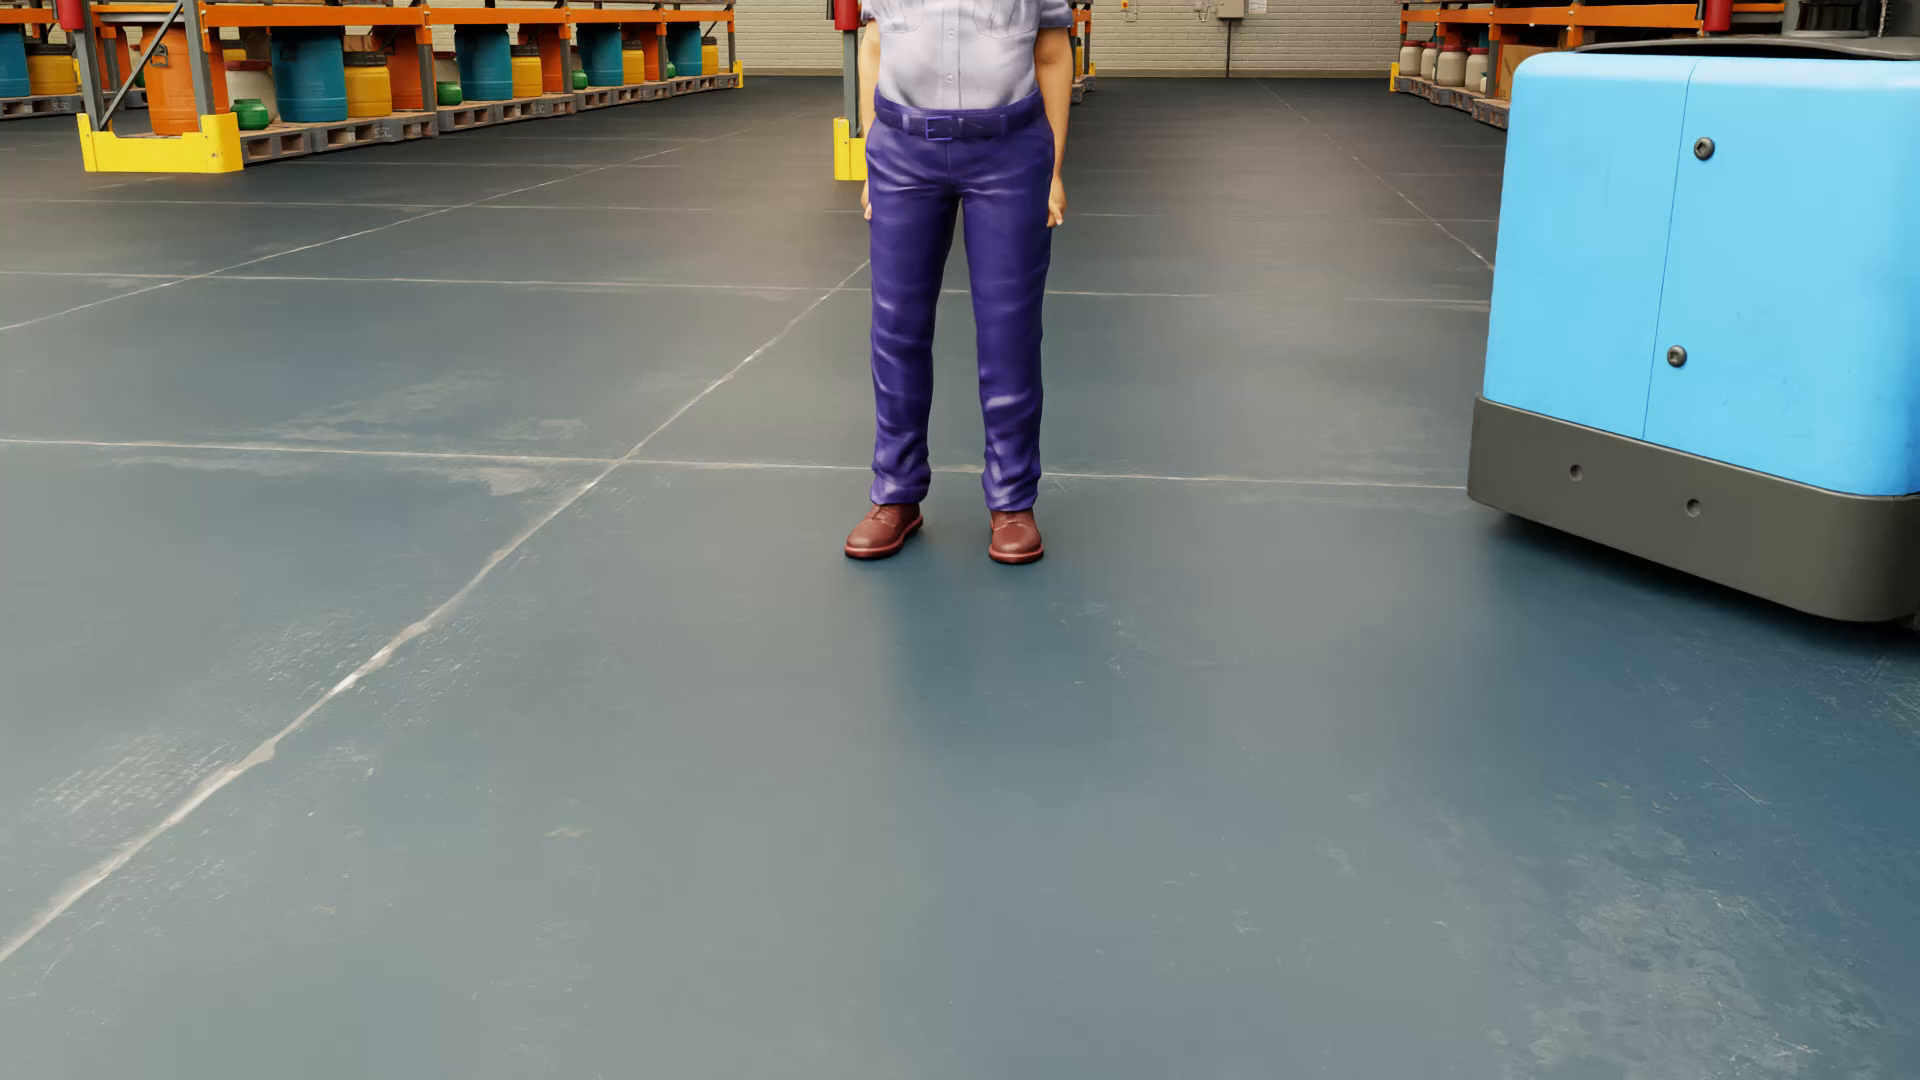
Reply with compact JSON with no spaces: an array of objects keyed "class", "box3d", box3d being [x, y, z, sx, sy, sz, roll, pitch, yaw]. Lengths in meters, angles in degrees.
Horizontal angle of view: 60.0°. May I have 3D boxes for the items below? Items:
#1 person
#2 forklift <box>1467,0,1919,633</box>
[{"class":"person","box3d":[-0.006,-0.775,3.578,0.483,1.638,0.365,2,18,7]},{"class":"forklift","box3d":[2.739,-1.516,3.762,3.031,2.935,1.130,-9,20,-27]}]
